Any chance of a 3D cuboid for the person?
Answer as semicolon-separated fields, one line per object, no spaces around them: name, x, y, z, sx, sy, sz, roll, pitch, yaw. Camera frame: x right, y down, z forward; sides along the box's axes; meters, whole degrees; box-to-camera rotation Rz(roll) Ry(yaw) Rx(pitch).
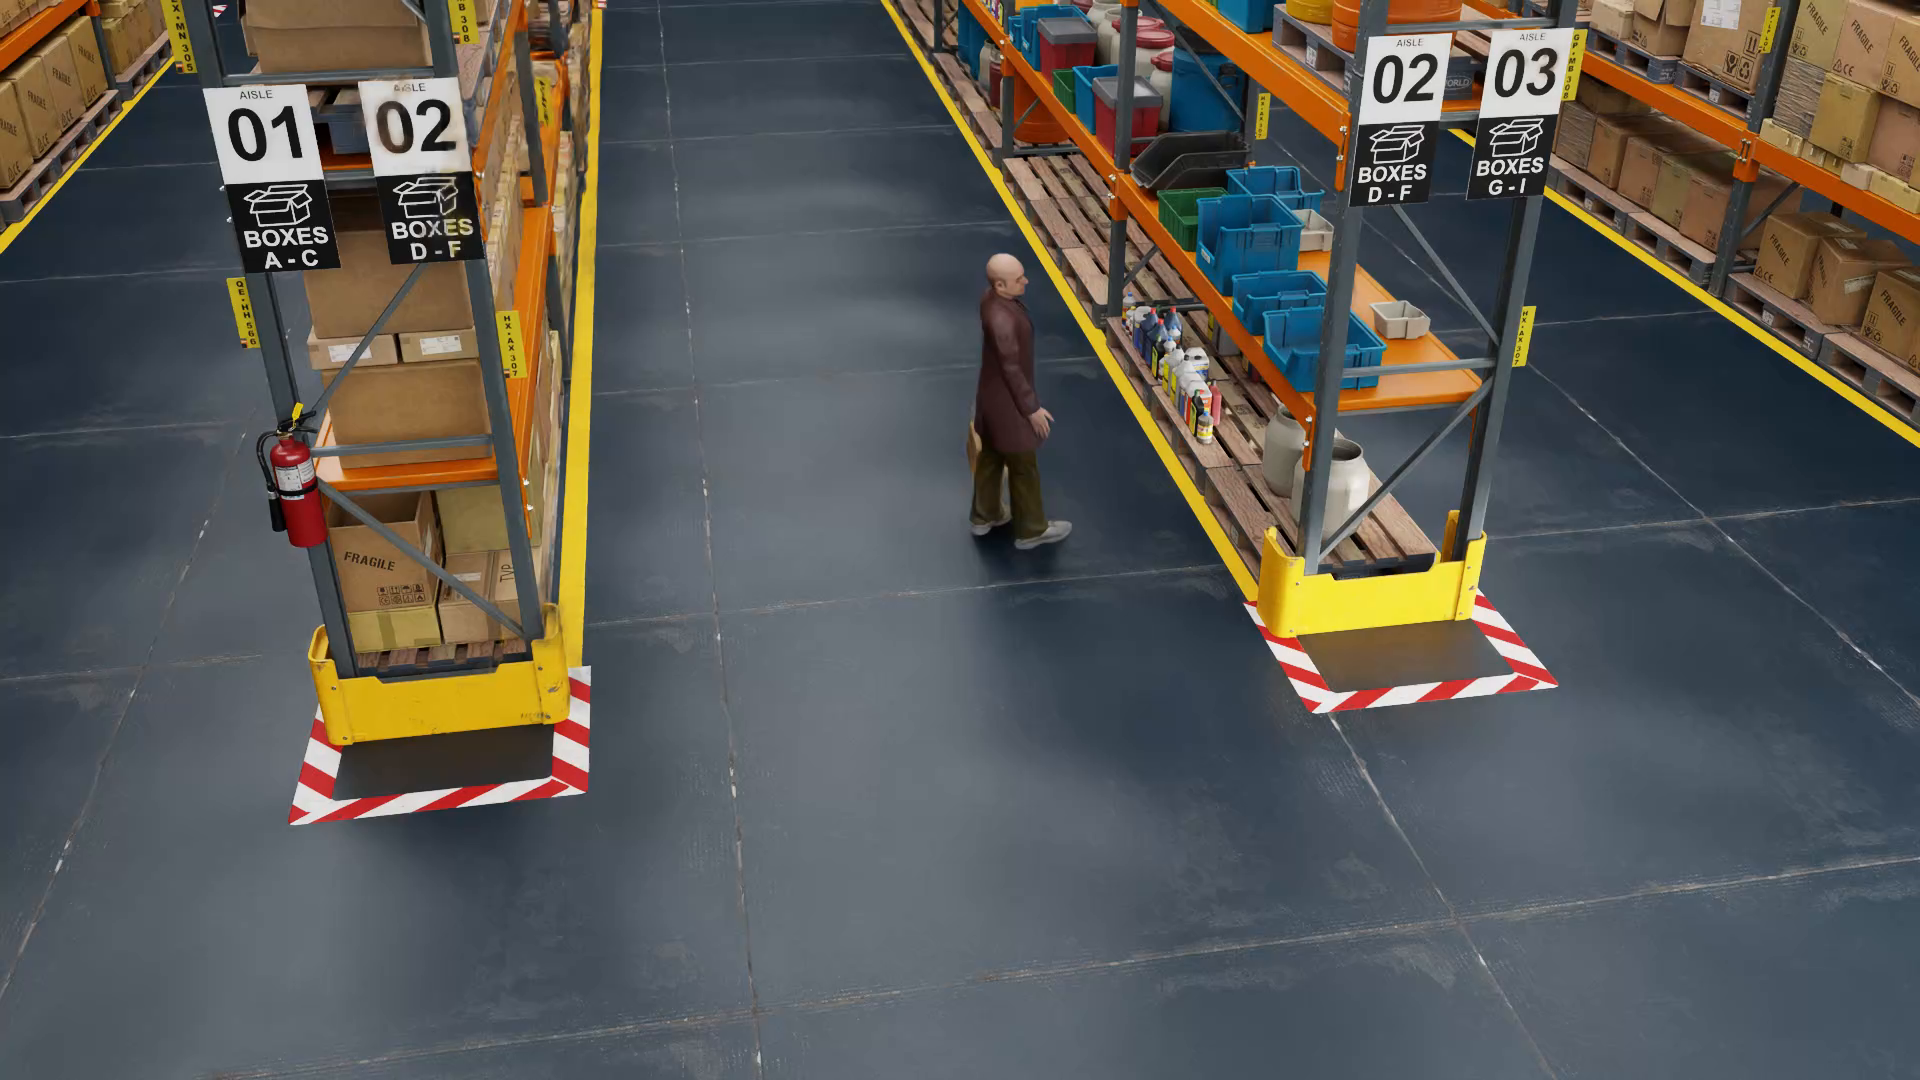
person;0.360;-0.800;9.478;0.586;1.785;0.609;-6;31;-11
